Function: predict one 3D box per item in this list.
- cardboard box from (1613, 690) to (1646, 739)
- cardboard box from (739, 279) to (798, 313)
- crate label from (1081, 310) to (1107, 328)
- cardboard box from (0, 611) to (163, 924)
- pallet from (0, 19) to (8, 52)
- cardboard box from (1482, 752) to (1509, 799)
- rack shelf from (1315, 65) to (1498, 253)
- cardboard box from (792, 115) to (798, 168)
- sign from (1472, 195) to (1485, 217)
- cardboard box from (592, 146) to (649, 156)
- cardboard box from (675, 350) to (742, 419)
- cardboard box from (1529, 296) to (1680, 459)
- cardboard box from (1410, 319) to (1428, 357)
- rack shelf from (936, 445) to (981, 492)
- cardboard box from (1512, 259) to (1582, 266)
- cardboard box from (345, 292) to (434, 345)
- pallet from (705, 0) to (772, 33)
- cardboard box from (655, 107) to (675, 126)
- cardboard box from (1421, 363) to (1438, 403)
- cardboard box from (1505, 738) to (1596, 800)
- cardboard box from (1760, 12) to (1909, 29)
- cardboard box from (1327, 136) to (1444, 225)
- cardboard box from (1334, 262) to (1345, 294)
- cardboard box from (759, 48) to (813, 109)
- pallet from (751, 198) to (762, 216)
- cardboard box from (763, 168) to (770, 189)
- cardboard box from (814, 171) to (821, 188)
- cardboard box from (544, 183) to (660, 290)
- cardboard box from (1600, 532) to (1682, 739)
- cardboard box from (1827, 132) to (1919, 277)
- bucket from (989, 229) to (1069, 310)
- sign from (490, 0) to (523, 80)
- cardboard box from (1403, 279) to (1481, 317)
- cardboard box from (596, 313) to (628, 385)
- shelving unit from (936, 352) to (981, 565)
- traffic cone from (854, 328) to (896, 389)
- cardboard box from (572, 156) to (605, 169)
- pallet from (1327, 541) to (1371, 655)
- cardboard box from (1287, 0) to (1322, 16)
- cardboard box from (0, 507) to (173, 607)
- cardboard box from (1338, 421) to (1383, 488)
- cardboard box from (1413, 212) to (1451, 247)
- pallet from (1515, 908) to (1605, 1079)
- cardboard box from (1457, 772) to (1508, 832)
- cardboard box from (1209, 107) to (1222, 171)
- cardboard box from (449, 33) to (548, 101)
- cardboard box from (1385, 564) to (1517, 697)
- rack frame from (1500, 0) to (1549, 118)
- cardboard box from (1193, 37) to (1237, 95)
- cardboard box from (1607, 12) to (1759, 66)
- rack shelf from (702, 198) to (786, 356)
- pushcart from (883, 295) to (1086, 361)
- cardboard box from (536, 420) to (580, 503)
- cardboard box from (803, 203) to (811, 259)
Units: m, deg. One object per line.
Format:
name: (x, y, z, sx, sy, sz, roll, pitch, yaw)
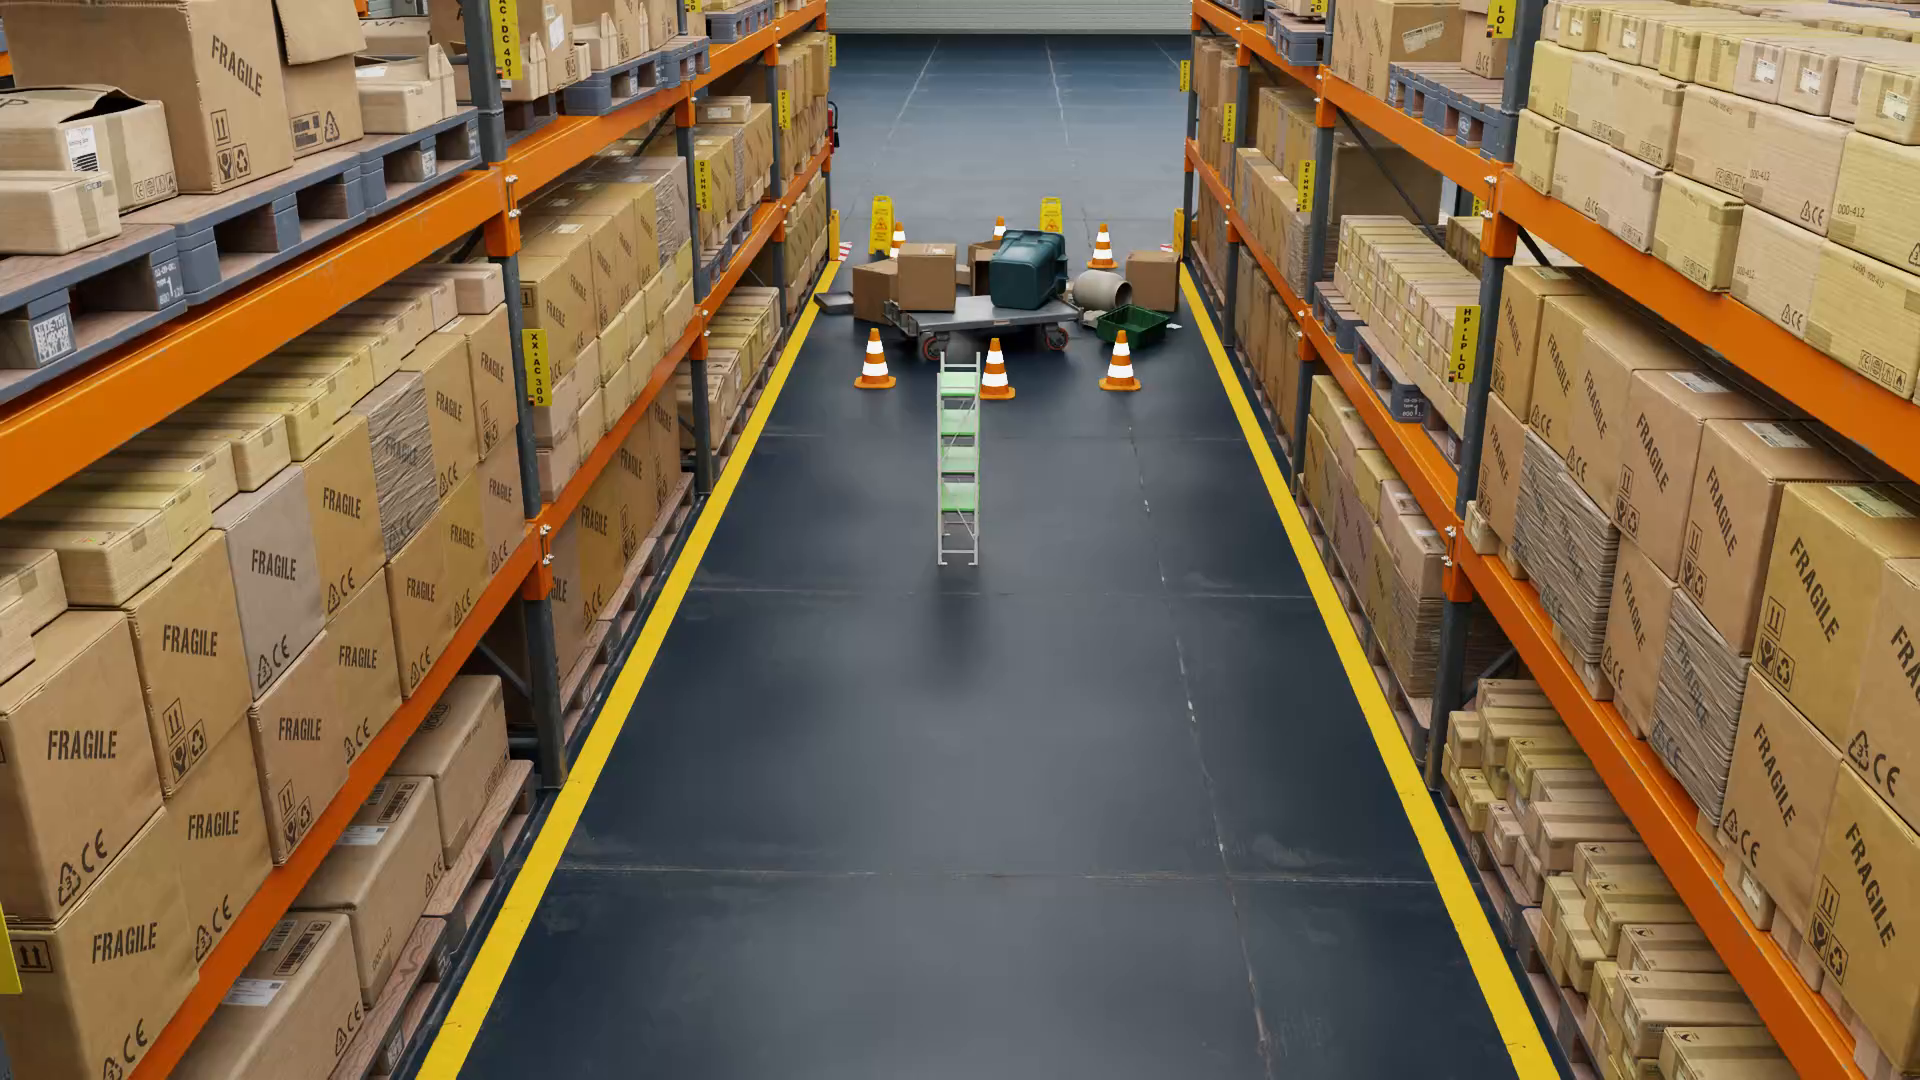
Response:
cardboard box: (2.348, 0.527, 5.373, 0.380, 0.149, 0.250, 1, 21, 4)
cardboard box: (-1.783, -2.298, 15.526, 0.500, 0.250, 0.500, 0, 21, -1)
crate label: (1.299, -2.081, 15.703, 0.298, 0.136, 0.250, -16, 26, -35)
cardboard box: (-2.136, 0.482, 3.621, 0.500, 0.500, 0.500, 0, 21, 0)
pallet: (-7.222, -3.338, 11.099, 1.213, 0.211, 1.003, 2, 21, 4)
cardboard box: (2.388, 0.951, 6.880, 0.380, 0.149, 0.250, 1, 21, 2)
rack shelf: (2.698, -2.050, 8.513, 1.077, 0.370, 4.000, 1, 21, 2)
cardboard box: (-1.787, -3.697, 15.361, 0.500, 0.500, 0.500, 1, 21, 1)
sign: (3.301, -2.210, 10.587, 0.100, 0.325, 0.005, 1, 21, 2)
cardboard box: (-2.452, -2.463, 11.601, 0.500, 0.500, 0.500, 0, 21, 1)
cardboard box: (-2.151, -1.170, 12.448, 0.950, 0.372, 0.625, 0, 21, 1)
cardboard box: (2.379, -0.567, 5.912, 0.500, 0.500, 0.500, 0, 21, 0)
cardboard box: (2.482, -1.005, 8.328, 0.380, 0.149, 0.250, 0, 21, -1)
rack shelf: (-0.005, -0.440, 10.181, 0.258, 0.148, 0.480, 1, 21, 2)
cardboard box: (3.160, -1.416, 8.976, 0.380, 0.149, 0.250, 2, 21, 4)
cardboard box: (-2.139, -0.798, 6.021, 0.380, 0.149, 0.250, 1, 21, 2)
pallet: (-2.196, -4.263, 13.482, 1.213, 0.211, 1.003, 1, 21, 2)
cardboard box: (-2.369, -3.297, 12.854, 0.380, 0.149, 0.250, 2, 21, 5)
cardboard box: (2.476, -0.763, 8.114, 0.380, 0.149, 0.250, 0, 21, -1)
cardboard box: (2.393, 0.906, 6.586, 0.380, 0.149, 0.250, 0, 21, 1)
cardboard box: (2.811, -1.617, 5.367, 0.380, 0.149, 0.250, 1, 21, 4)
cardboard box: (2.782, -2.385, 11.008, 0.700, 0.500, 0.500, 1, 21, 1)
cardboard box: (2.543, -1.629, 10.347, 0.380, 0.149, 0.250, 0, 21, 1)
cardboard box: (-1.761, -4.348, 15.656, 0.700, 0.500, 0.500, 0, 21, 0)
pallet: (-2.239, -2.810, 13.889, 1.003, 0.211, 1.213, 1, 21, 2)
cardboard box: (-1.810, -3.064, 14.045, 0.380, 0.149, 0.250, 1, 21, 2)
cardboard box: (-1.657, -3.760, 17.360, 0.380, 0.149, 0.250, 1, 21, 3)
cardboard box: (-1.976, -1.686, 9.206, 0.500, 0.500, 0.500, 1, 21, 2)
cardboard box: (2.324, 0.282, 5.105, 0.500, 0.500, 0.500, 2, 21, 4)
cardboard box: (2.289, -0.733, 3.641, 0.500, 0.250, 0.500, 0, 21, 0)
bucket: (0.580, -2.413, 15.026, 0.726, 0.611, 0.620, 8, 33, 20)
sign: (-1.759, -1.952, 6.443, 0.100, 0.325, 0.005, 1, 21, 2)
cardboard box: (2.494, -1.238, 8.517, 0.380, 0.149, 0.250, 0, 21, -1)
cardboard box: (-1.989, -0.972, 8.402, 0.500, 0.250, 0.500, 1, 21, 2)
shelving unit: (-0.005, -0.500, 10.158, 0.258, 1.200, 0.503, 1, 21, 2)
traffic cone: (-0.709, -1.528, 13.826, 0.336, 0.463, 0.334, 1, 21, 2)
cardboard box: (-2.452, -2.065, 10.183, 0.500, 0.500, 0.500, 0, 21, 0)
pallet: (2.693, 0.313, 9.431, 1.003, 0.211, 1.213, 1, 21, 2)
cardboard box: (2.490, -3.690, 11.151, 0.500, 0.311, 0.500, 1, 21, 2)
cardboard box: (-2.089, 0.036, 3.872, 0.380, 0.149, 0.250, 1, 21, 3)
cardboard box: (2.452, -0.481, 9.460, 0.500, 0.250, 0.500, 1, 21, 2)
cardboard box: (3.042, -1.916, 11.181, 0.500, 0.500, 0.500, 1, 21, 2)
pallet: (2.618, 1.722, 5.799, 1.003, 0.211, 1.213, 1, 21, 2)
cardboard box: (2.297, 1.094, 6.923, 0.380, 0.149, 0.250, 1, 21, 3)
cardboard box: (2.924, -3.945, 16.343, 0.875, 0.550, 0.500, 1, 21, 2)
cardboard box: (-1.949, -1.990, 6.970, 0.396, 0.266, 0.258, 0, 21, 1)
cardboard box: (2.408, 0.436, 8.134, 0.500, 0.500, 0.500, 0, 21, 1)
rack frame: (2.637, -3.060, 5.976, 1.000, 3.000, 0.127, 1, 21, 2)
cardboard box: (2.952, -5.042, 17.677, 0.875, 0.550, 0.550, 1, 21, 2)
cardboard box: (2.340, -1.626, 5.390, 0.380, 0.149, 0.250, 0, 21, 0)
rack shelf: (-2.131, -2.115, 12.829, 1.077, 0.370, 4.000, 1, 21, 2)
pushcart: (0.210, -1.944, 15.019, 1.648, 0.377, 0.936, -7, 22, -17)
cardboard box: (-2.037, -0.368, 7.537, 0.500, 0.250, 0.500, 0, 21, 0)
cardboard box: (-1.761, -3.029, 16.373, 0.500, 0.500, 0.500, 2, 21, 4)
